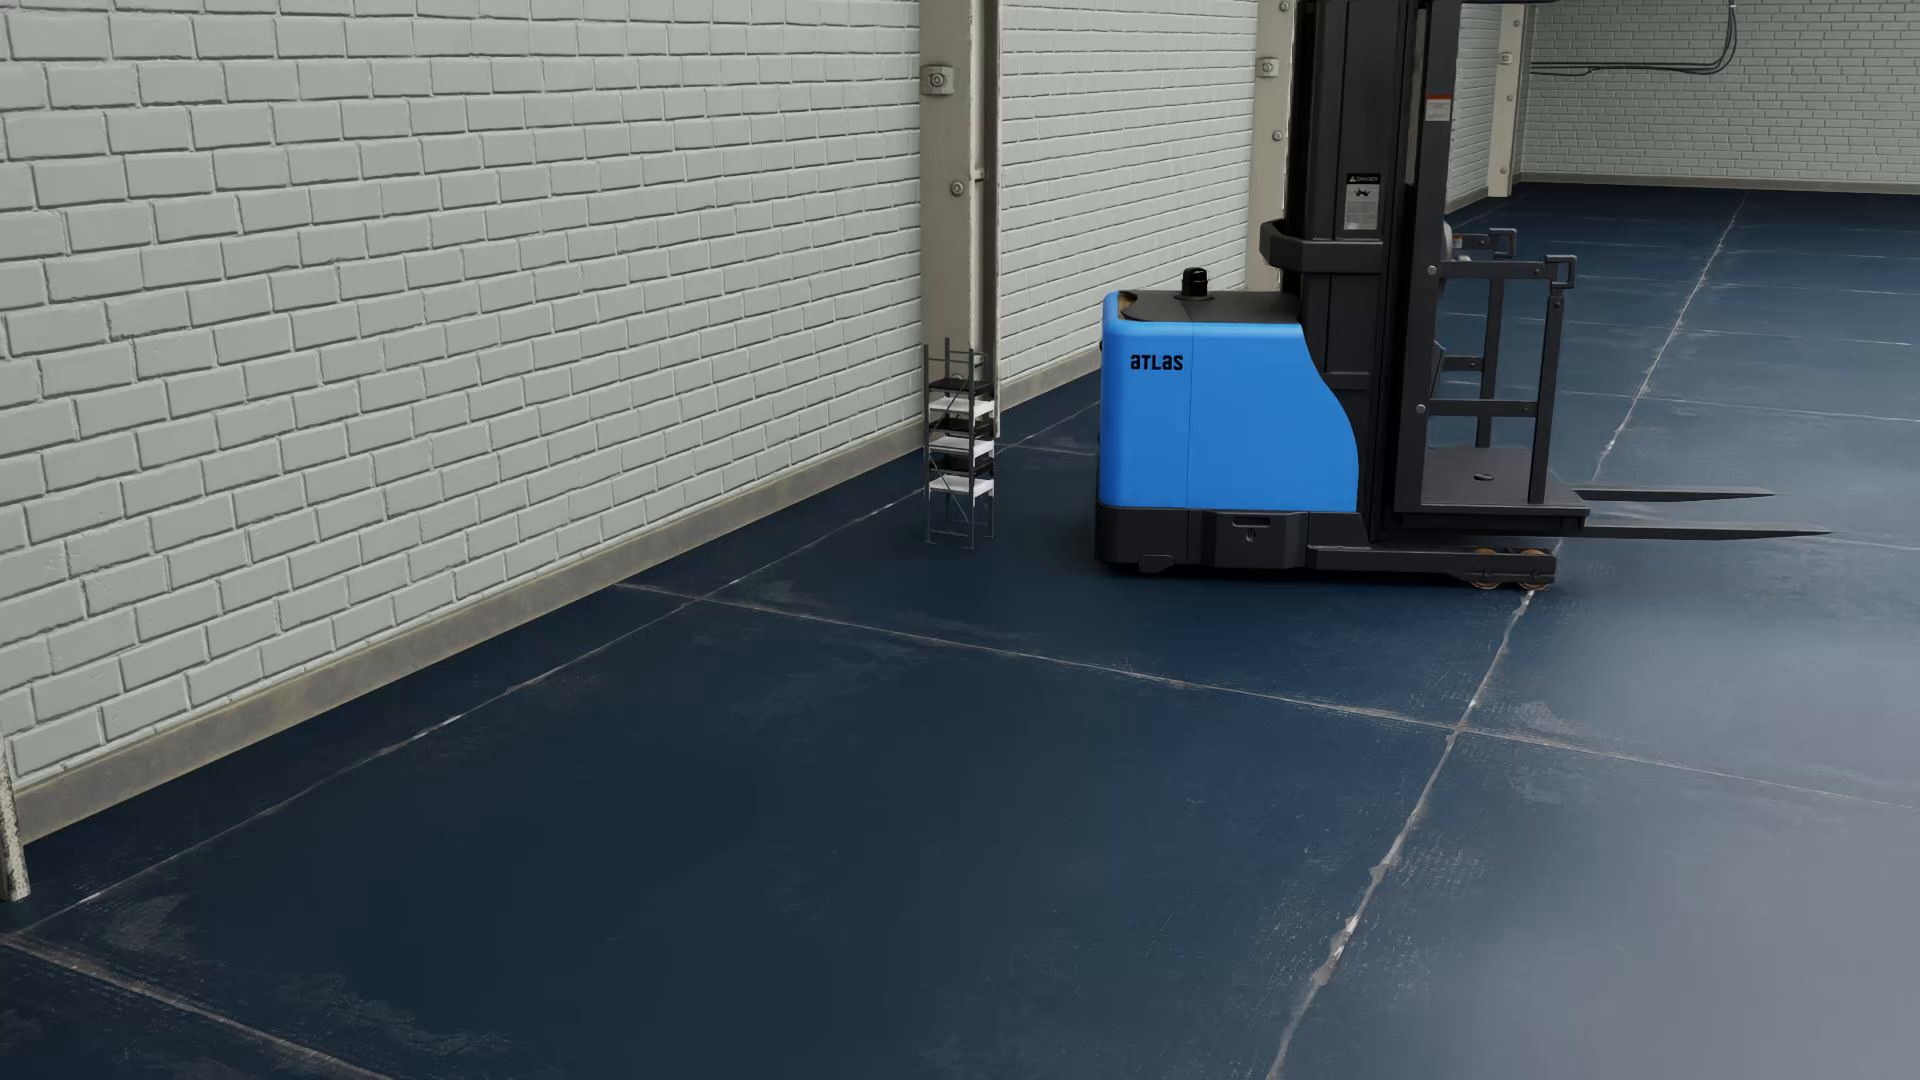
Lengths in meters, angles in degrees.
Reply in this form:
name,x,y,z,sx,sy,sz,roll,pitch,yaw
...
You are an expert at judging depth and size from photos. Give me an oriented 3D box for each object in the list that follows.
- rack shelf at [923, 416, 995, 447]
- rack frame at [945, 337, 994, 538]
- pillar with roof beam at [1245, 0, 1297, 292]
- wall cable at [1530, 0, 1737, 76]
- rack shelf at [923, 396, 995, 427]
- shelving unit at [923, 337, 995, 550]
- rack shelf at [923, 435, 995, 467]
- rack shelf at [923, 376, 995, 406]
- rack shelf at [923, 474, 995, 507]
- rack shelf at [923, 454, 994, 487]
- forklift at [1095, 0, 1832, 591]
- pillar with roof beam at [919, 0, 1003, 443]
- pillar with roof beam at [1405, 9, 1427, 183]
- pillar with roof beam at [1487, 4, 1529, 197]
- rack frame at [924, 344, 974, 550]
name,x,y,z,sx,sy,sz,roll,pitch,yaw
rack shelf,-0.004,-0.484,7.373,0.258,0.077,0.200,8,18,25
rack frame,0.042,-0.455,7.476,0.240,0.900,0.006,8,18,25
pillar with roof beam,6.538,-5.861,11.451,9.100,9.000,0.400,8,18,25
wall cable,10.548,-8.559,25.989,3.097,2.526,0.112,8,18,25
rack shelf,-0.004,-0.570,7.348,0.258,0.077,0.200,8,18,25
shelving unit,-0.004,-0.429,7.389,0.258,0.900,0.210,8,18,25
rack shelf,-0.004,-0.397,7.399,0.258,0.077,0.200,8,18,25
rack shelf,-0.004,-0.656,7.322,0.258,0.077,0.200,8,18,25
rack shelf,-0.004,-0.225,7.450,0.258,0.077,0.200,8,18,25
rack shelf,-0.004,-0.311,7.424,0.258,0.077,0.200,8,18,25
forklift,2.116,-1.355,6.940,3.031,2.935,1.130,1,17,5
pillar with roof beam,3.857,-4.332,6.306,9.100,9.000,0.400,8,18,25
pillar with roof beam,9.219,-7.389,16.597,9.100,9.000,0.400,8,18,25
pillar with roof beam,11.900,-8.917,21.742,9.100,9.000,0.400,8,18,25
rack frame,-0.049,-0.403,7.302,0.240,0.900,0.006,8,18,25
